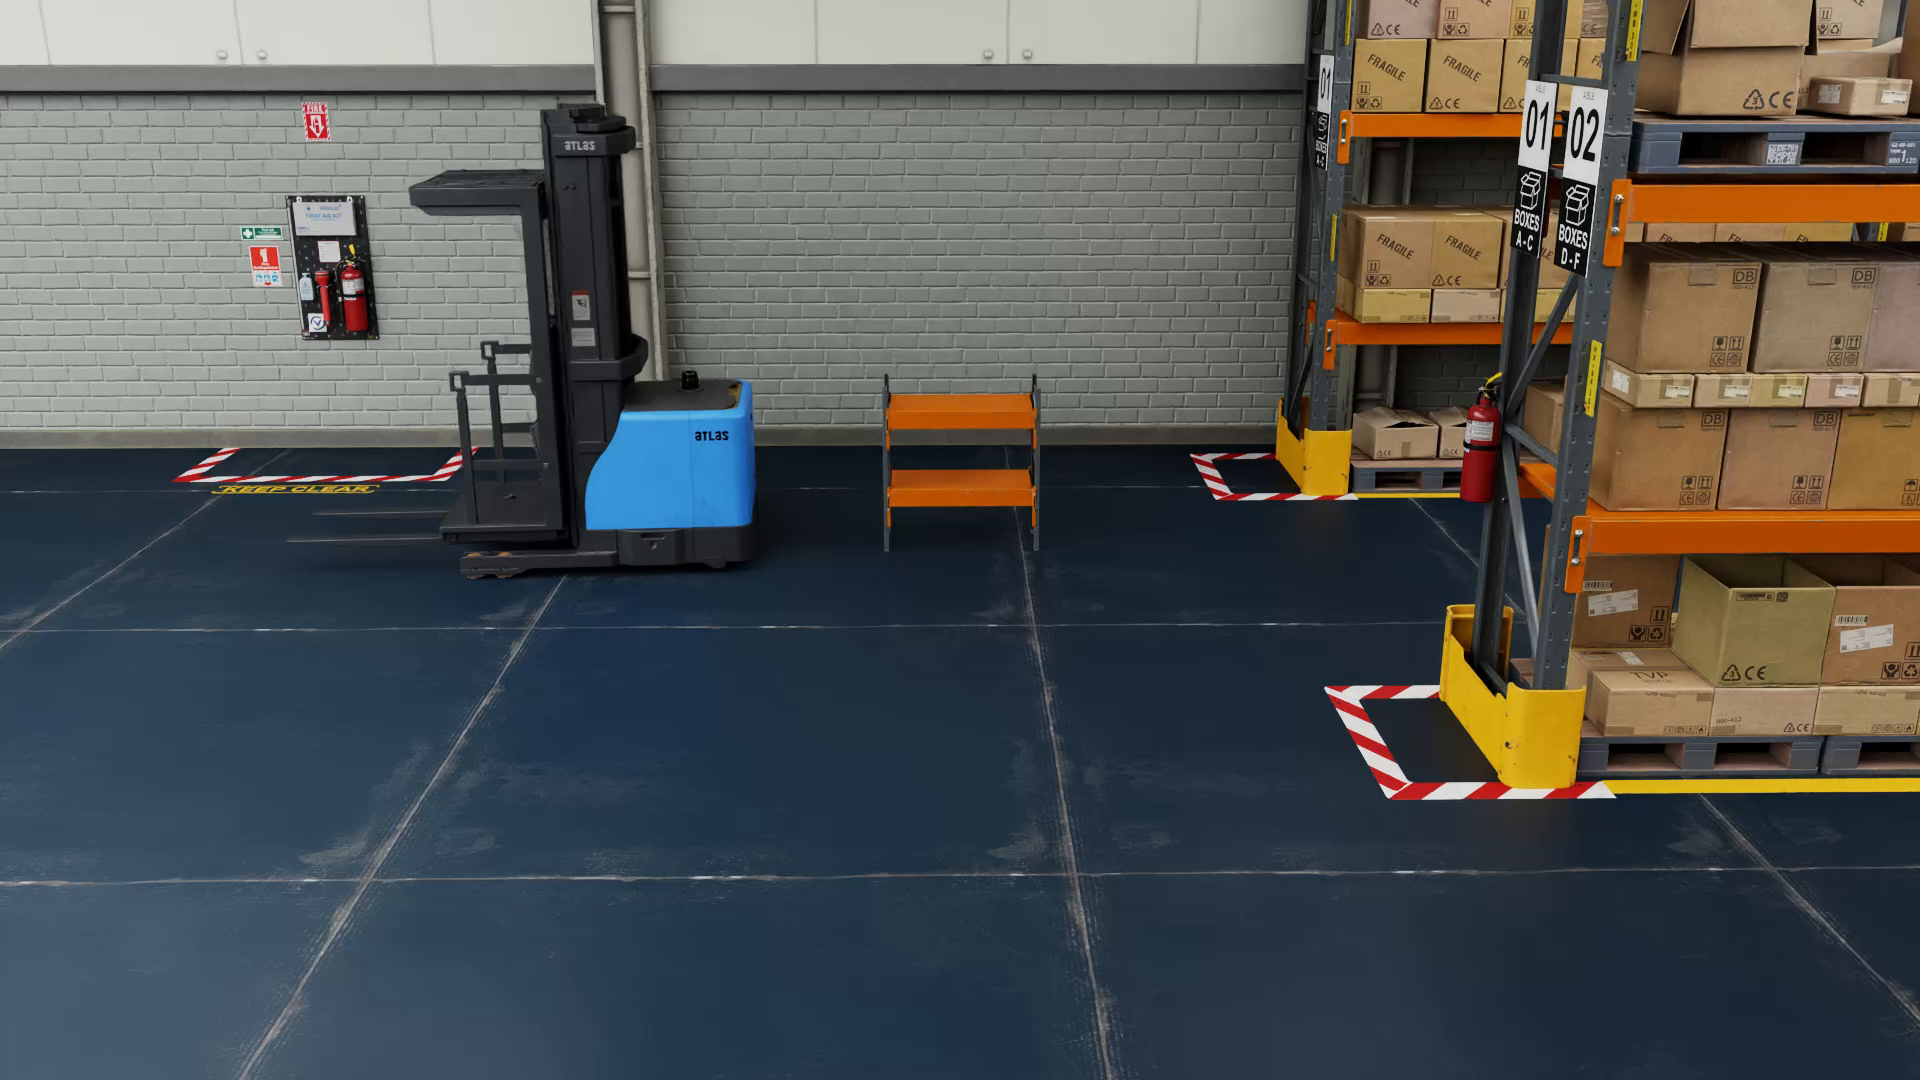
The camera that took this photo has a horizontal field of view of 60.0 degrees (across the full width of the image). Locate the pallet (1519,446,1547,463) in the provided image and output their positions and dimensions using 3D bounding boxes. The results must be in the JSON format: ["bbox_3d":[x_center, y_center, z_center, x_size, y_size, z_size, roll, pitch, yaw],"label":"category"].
[{"bbox_3d":[4.799,-0.613,13.113,1.213,0.211,1.003,0,18,-1],"label":"pallet"}]

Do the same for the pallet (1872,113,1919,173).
[{"bbox_3d":[4.706,-1.818,7.538,1.213,0.211,1.003,0,18,-1],"label":"pallet"}]

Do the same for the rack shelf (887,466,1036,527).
[{"bbox_3d":[0.007,-0.303,11.451,1.000,0.278,0.538,0,18,-1],"label":"rack shelf"}]

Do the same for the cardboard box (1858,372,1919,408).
[{"bbox_3d":[4.203,-0.727,7.679,0.250,0.149,0.380,-1,18,-3],"label":"cardboard box"}]

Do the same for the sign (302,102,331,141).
[{"bbox_3d":[-5.101,-3.315,13.175,0.199,0.298,0.001,0,18,-1],"label":"sign"}]

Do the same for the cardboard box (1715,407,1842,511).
[{"bbox_3d":[3.768,-0.479,7.967,0.500,0.500,0.700,0,18,1],"label":"cardboard box"}]

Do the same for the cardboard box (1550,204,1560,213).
[{"bbox_3d":[4.685,-2.310,12.824,0.500,0.500,0.500,0,18,0],"label":"cardboard box"}]

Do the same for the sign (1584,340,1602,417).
[{"bbox_3d":[2.778,-0.710,7.302,0.005,0.325,0.100,0,18,-1],"label":"sign"}]

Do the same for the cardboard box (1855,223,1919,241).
[{"bbox_3d":[7.203,-2.211,12.644,0.500,0.500,0.700,0,18,-1],"label":"cardboard box"}]

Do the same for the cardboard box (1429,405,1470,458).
[{"bbox_3d":[3.957,-0.850,12.968,0.500,0.311,0.500,1,18,4],"label":"cardboard box"}]

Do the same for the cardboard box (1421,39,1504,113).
[{"bbox_3d":[3.569,-3.345,11.956,0.500,0.500,0.500,1,18,3],"label":"cardboard box"}]

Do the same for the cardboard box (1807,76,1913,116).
[{"bbox_3d":[3.955,-1.956,7.320,0.250,0.149,0.380,0,18,-1],"label":"cardboard box"}]

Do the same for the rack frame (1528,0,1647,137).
[{"bbox_3d":[2.776,-3.286,7.059,0.127,3.000,1.000,0,18,-1],"label":"rack frame"}]

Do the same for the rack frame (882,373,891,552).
[{"bbox_3d":[-0.502,-0.533,11.368,0.032,1.125,0.500,0,18,-1],"label":"rack frame"}]

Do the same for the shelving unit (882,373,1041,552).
[{"bbox_3d":[0.007,-0.536,11.376,1.048,1.125,0.538,0,18,-1],"label":"shelving unit"}]

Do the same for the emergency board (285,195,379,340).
[{"bbox_3d":[-5.091,-2.181,13.435,0.643,1.169,0.194,0,18,-1],"label":"emergency board"}]

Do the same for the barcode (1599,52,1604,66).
[{"bbox_3d":[3.070,-2.283,7.892,0.075,0.075,0.001,0,18,-1],"label":"barcode"}]

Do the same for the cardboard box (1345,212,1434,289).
[{"bbox_3d":[3.176,-2.148,12.318,0.500,0.500,0.500,0,18,-1],"label":"cardboard box"}]

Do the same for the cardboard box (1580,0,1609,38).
[{"bbox_3d":[4.662,-3.987,12.323,0.500,0.500,0.500,0,18,-1],"label":"cardboard box"}]

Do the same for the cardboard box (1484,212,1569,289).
[{"bbox_3d":[4.187,-2.148,12.318,0.500,0.500,0.500,-1,18,-3],"label":"cardboard box"}]

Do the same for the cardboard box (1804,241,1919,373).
[{"bbox_3d":[4.325,-1.100,7.779,0.500,0.500,0.700,0,18,-1],"label":"cardboard box"}]

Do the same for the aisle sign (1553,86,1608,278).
[{"bbox_3d":[2.715,-1.573,7.286,0.004,0.787,0.394,0,18,-1],"label":"aisle sign"}]

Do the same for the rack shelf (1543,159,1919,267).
[{"bbox_3d":[4.775,-1.525,7.657,4.000,0.370,1.077,0,18,-1],"label":"rack shelf"}]

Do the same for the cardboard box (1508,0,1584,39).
[{"bbox_3d":[4.097,-3.824,11.815,0.500,0.500,0.500,0,18,1],"label":"cardboard box"}]

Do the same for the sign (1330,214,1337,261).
[{"bbox_3d":[2.702,-2.189,12.043,0.005,0.325,0.100,0,18,-1],"label":"sign"}]

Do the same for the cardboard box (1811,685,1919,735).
[{"bbox_3d":[4.315,0.740,8.145,0.500,0.250,0.500,0,18,-1],"label":"cardboard box"}]

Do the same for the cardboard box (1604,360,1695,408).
[{"bbox_3d":[3.171,-0.722,7.662,0.250,0.149,0.380,0,18,-1],"label":"cardboard box"}]

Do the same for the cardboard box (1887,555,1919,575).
[{"bbox_3d":[4.815,0.382,8.033,0.500,0.500,0.500,0,18,-1],"label":"cardboard box"}]

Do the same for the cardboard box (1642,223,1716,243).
[{"bbox_3d":[5.223,-2.157,12.345,0.500,0.500,0.500,-1,18,-2],"label":"cardboard box"}]

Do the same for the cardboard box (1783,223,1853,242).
[{"bbox_3d":[6.225,-2.160,12.355,0.500,0.500,0.500,0,18,-1],"label":"cardboard box"}]

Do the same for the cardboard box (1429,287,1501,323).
[{"bbox_3d":[3.705,-1.793,12.438,0.500,0.250,0.500,-1,18,-3],"label":"cardboard box"}]

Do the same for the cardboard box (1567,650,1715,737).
[{"bbox_3d":[3.315,0.745,8.127,0.500,0.250,0.500,0,18,-1],"label":"cardboard box"}]

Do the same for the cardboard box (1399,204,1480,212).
[{"bbox_3d":[3.665,-2.304,12.804,0.500,0.500,0.500,0,18,0],"label":"cardboard box"}]

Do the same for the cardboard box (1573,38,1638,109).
[{"bbox_3d":[4.624,-3.357,11.996,0.500,0.500,0.500,1,18,3],"label":"cardboard box"}]

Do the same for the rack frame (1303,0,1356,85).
[{"bbox_3d":[2.694,-4.799,11.775,0.127,3.000,1.000,0,18,-1],"label":"rack frame"}]

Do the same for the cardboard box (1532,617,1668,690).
[{"bbox_3d":[3.307,0.587,8.620,0.500,0.250,0.500,0,18,-1],"label":"cardboard box"}]

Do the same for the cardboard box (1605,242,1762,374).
[{"bbox_3d":[3.295,-1.093,7.757,0.500,0.500,0.700,0,18,-1],"label":"cardboard box"}]

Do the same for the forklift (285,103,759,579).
[{"bbox_3d":[-2.901,-1.311,10.836,3.031,2.935,1.130,-1,18,-4],"label":"forklift"}]

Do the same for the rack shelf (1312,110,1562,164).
[{"bbox_3d":[4.693,-3.038,12.373,4.000,0.370,1.077,0,18,-1],"label":"rack shelf"}]

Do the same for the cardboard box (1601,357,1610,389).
[{"bbox_3d":[3.155,-0.846,8.048,0.250,0.149,0.380,-1,18,-2],"label":"cardboard box"}]

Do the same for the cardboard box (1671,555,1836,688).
[{"bbox_3d":[3.815,0.385,8.022,0.500,0.500,0.500,0,18,-1],"label":"cardboard box"}]

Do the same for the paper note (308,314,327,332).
[{"bbox_3d":[-5.269,-1.781,13.632,0.142,0.148,0.016,0,18,-1],"label":"paper note"}]

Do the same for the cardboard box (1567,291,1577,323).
[{"bbox_3d":[4.720,-1.795,12.445,0.500,0.250,0.500,0,18,0],"label":"cardboard box"}]

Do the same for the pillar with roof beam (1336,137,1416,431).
[{"bbox_3d":[3.448,-3.752,8.511,0.400,9.000,9.100,0,18,-1],"label":"pillar with roof beam"}]

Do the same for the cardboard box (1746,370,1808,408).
[{"bbox_3d":[3.685,-0.725,7.671,0.250,0.149,0.380,0,18,-1],"label":"cardboard box"}]

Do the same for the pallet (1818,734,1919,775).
[{"bbox_3d":[4.756,0.877,8.468,1.213,0.211,1.003,0,18,-1],"label":"pallet"}]

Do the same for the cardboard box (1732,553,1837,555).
[{"bbox_3d":[4.307,0.220,8.537,0.500,0.500,0.500,0,18,-1],"label":"cardboard box"}]

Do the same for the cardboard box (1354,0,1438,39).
[{"bbox_3d":[3.083,-3.832,11.837,0.500,0.500,0.500,-2,18,-5],"label":"cardboard box"}]

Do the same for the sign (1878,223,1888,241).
[{"bbox_3d":[6.709,-2.208,12.103,0.005,0.325,0.100,0,18,-1],"label":"sign"}]

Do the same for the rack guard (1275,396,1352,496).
[{"bbox_3d":[2.770,-0.752,13.075,0.348,0.500,1.175,0,18,-1],"label":"rack guard"}]

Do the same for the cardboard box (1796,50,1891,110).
[{"bbox_3d":[3.923,-2.139,7.723,0.500,0.250,0.500,0,18,-1],"label":"cardboard box"}]

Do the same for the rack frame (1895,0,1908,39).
[{"bbox_3d":[6.693,-4.818,11.835,0.127,3.000,1.000,0,18,-1],"label":"rack frame"}]
